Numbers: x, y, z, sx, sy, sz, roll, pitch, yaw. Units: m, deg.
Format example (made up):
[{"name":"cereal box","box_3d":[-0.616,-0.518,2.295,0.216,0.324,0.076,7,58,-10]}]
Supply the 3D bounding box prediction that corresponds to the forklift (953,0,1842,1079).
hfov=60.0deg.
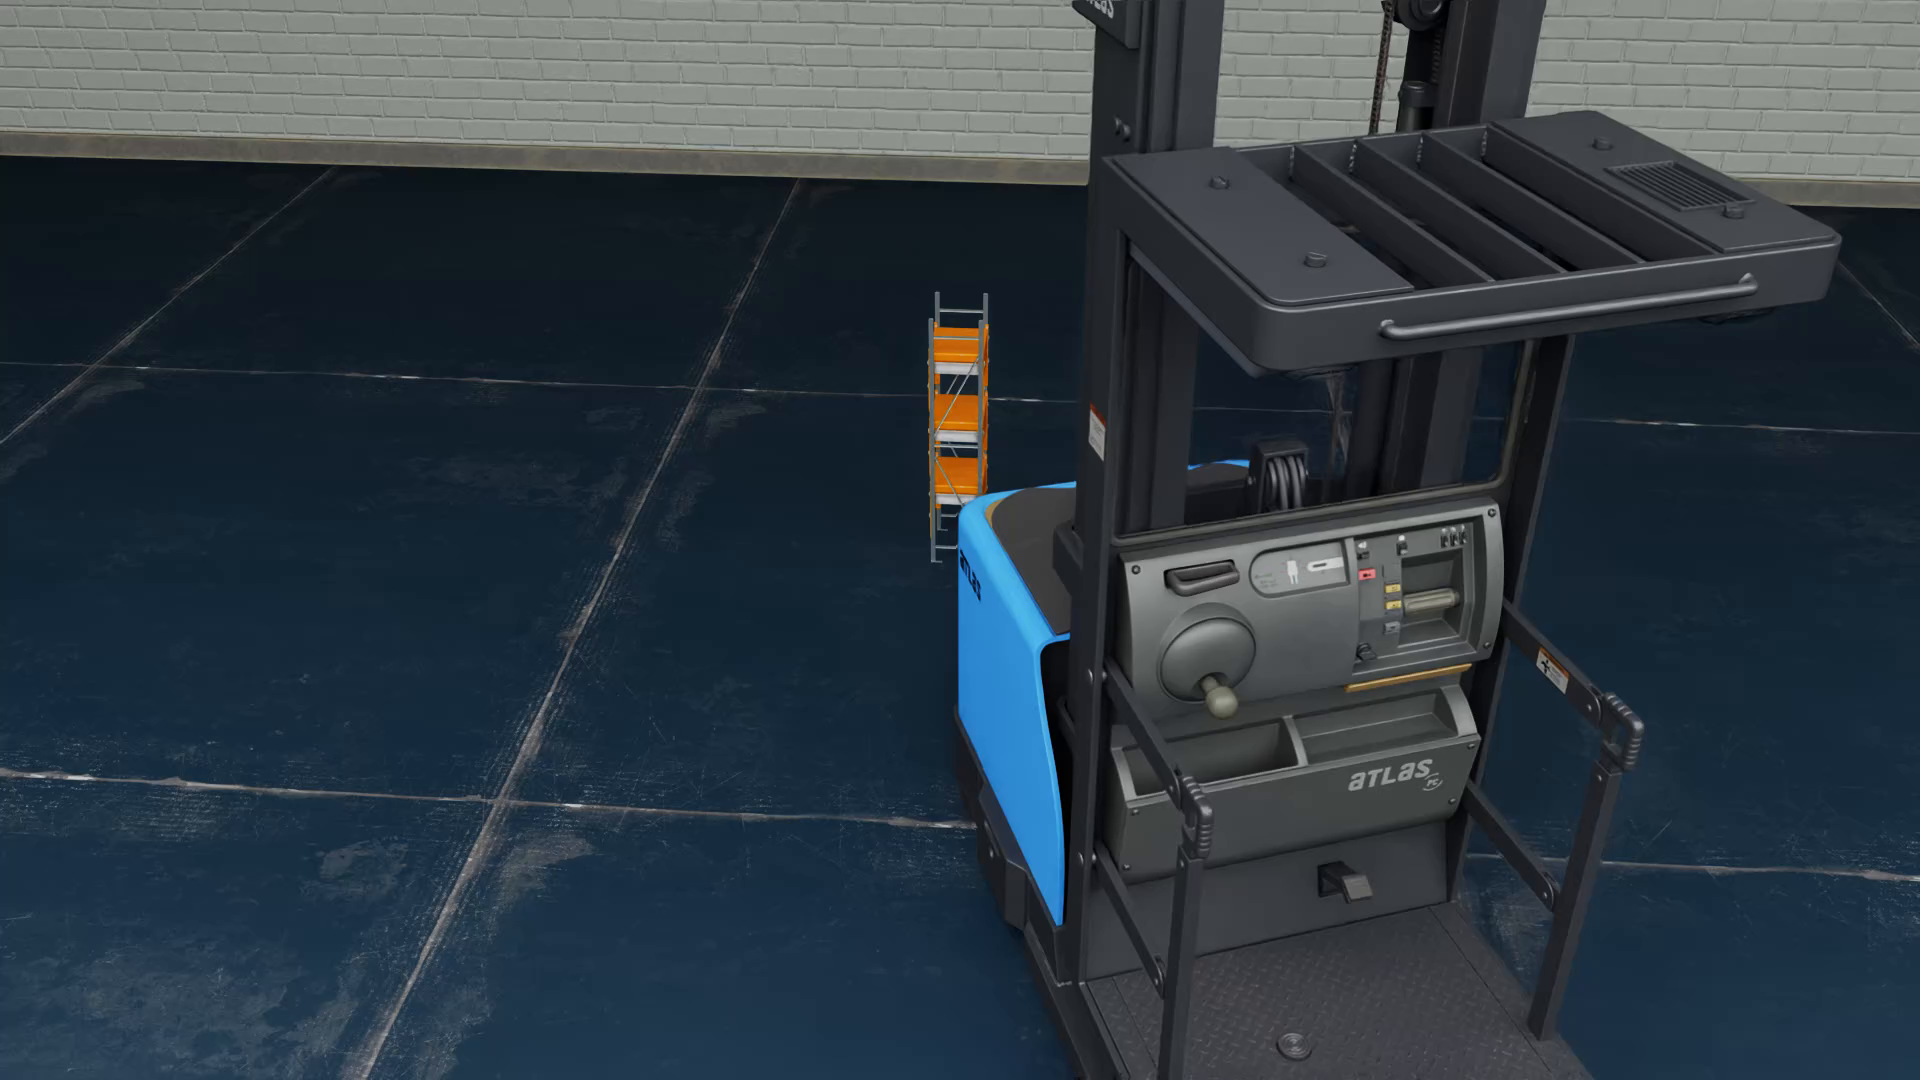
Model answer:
[{"name":"forklift","box_3d":[0.877,0.210,3.615,1.130,2.935,3.031,-9,33,-14]}]

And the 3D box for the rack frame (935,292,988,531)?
[{"name":"rack frame","box_3d":[0.006,-0.483,6.533,0.200,1.050,0.008,2,32,4]}]

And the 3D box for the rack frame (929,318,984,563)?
[{"name":"rack frame","box_3d":[-0.014,-0.355,6.326,0.200,1.050,0.008,2,32,4]}]

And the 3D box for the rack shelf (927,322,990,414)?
[{"name":"rack shelf","box_3d":[-0.004,-0.652,6.286,0.215,0.259,0.240,2,32,4]}]

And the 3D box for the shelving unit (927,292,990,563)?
[{"name":"shelving unit","box_3d":[-0.004,-0.419,6.429,0.215,1.050,0.252,2,32,4]}]

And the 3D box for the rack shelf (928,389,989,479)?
[{"name":"rack shelf","box_3d":[-0.004,-0.410,6.435,0.215,0.259,0.240,2,32,4]}]

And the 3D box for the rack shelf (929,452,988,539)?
[{"name":"rack shelf","box_3d":[-0.004,-0.173,6.581,0.215,0.259,0.240,2,32,4]}]
